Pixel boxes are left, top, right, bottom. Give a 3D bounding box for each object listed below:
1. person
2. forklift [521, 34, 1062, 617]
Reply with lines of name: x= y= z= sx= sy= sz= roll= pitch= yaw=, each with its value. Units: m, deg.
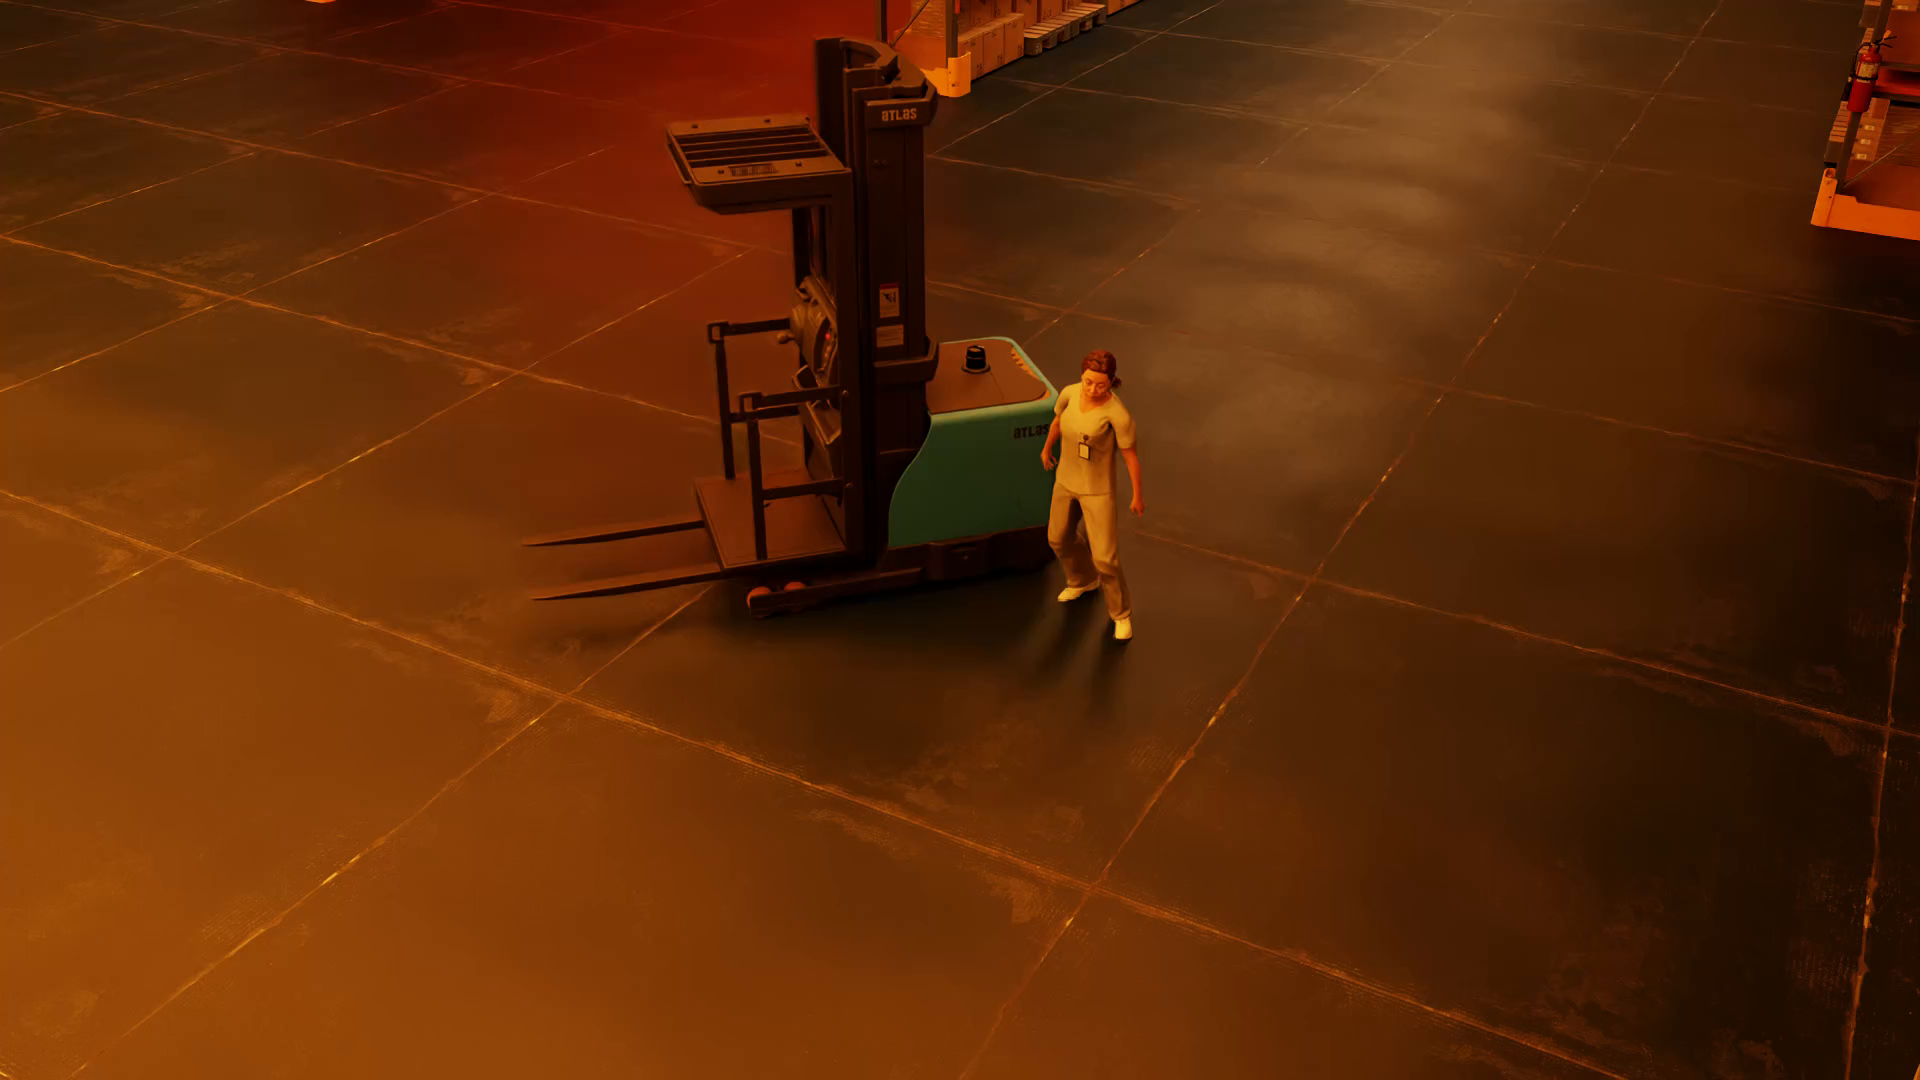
person: x=0.720 y=-0.308 z=8.959 sx=0.442 sy=1.648 sz=0.780 roll=-26 pitch=39 yaw=-38
forklift: x=-0.977 y=-1.134 z=9.036 sx=3.031 sy=2.935 sz=1.130 roll=-9 pitch=31 yaw=-15
